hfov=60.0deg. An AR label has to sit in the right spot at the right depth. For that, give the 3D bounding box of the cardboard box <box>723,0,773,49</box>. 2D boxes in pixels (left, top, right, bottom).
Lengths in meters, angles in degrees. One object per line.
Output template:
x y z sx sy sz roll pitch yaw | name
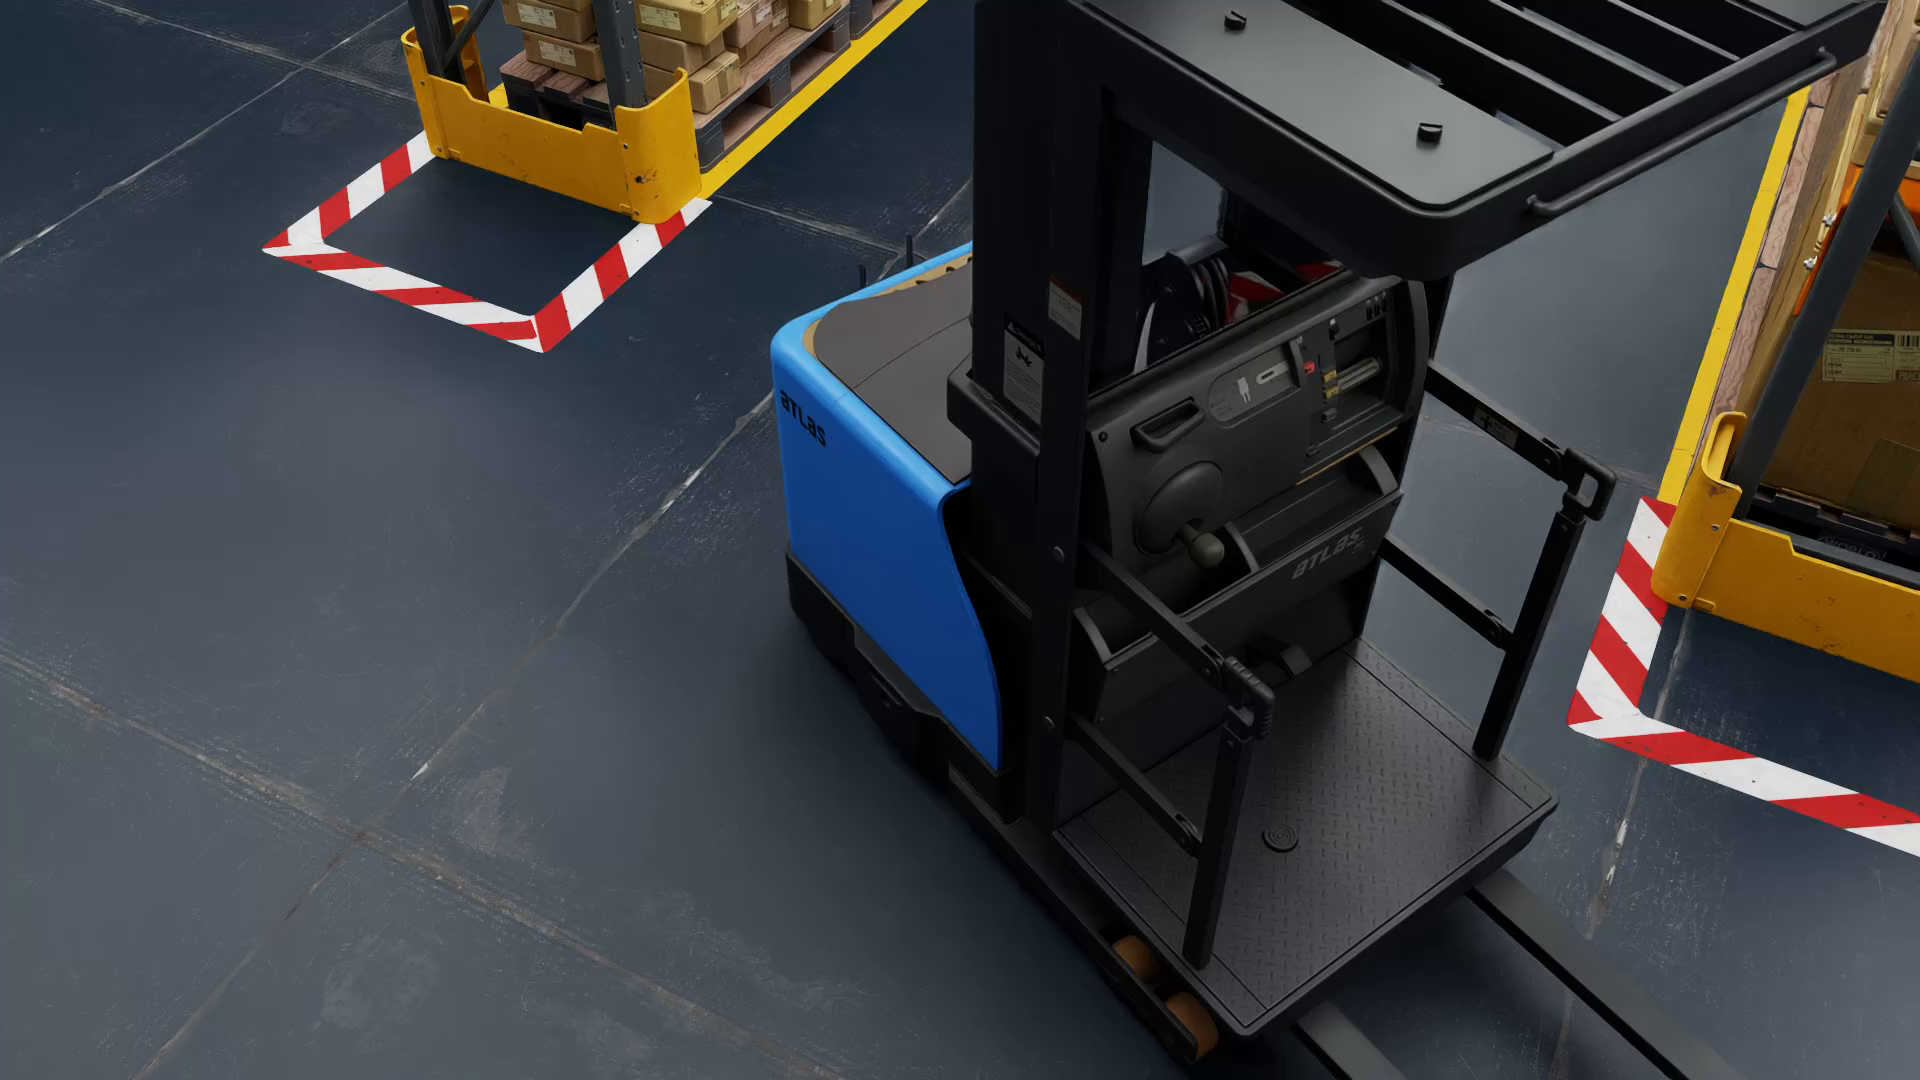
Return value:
-0.993 -2.165 6.781 0.380 0.149 0.250 20 49 19 | cardboard box

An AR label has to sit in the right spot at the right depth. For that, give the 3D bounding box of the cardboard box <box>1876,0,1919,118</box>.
2.696 -1.259 4.282 0.500 0.250 0.500 20 49 18 | cardboard box

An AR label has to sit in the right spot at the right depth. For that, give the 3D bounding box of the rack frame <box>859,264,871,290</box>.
-0.197 -0.419 5.032 0.240 0.900 0.006 31 53 27 | rack frame

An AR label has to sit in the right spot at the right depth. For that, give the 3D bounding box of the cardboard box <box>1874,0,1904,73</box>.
2.817 -1.382 4.684 0.380 0.149 0.250 21 49 19 | cardboard box

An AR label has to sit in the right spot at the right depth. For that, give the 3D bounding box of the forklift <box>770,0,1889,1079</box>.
0.775 -0.181 3.368 1.130 2.935 3.031 -28 52 -25 | forklift

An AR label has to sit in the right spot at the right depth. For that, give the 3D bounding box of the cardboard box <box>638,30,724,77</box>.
-1.170 -2.011 6.629 0.380 0.149 0.250 22 49 21 | cardboard box

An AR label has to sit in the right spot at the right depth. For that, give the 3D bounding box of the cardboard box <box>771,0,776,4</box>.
-0.957 -2.349 6.962 0.380 0.149 0.250 21 49 20 | cardboard box

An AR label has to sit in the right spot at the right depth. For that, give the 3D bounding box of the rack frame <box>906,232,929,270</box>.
-0.065 -0.530 5.141 0.240 0.900 0.006 31 53 27 | rack frame

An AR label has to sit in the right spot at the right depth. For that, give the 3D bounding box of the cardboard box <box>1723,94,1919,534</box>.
2.932 -0.645 4.977 0.875 0.875 0.875 20 49 19 | cardboard box

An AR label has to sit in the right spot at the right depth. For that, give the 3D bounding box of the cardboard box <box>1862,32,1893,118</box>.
2.699 -1.224 4.527 0.380 0.149 0.250 21 49 19 | cardboard box

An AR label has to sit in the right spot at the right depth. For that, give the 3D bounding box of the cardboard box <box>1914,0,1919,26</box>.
2.699 -1.524 4.016 0.500 0.500 0.500 21 49 20 | cardboard box

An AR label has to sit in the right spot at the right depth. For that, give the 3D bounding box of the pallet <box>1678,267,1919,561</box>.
3.008 -0.364 5.461 1.003 0.211 1.213 20 49 19 | pallet

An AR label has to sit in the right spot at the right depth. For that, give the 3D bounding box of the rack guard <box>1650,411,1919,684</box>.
2.695 0.079 4.820 1.175 0.500 0.348 20 49 19 | rack guard

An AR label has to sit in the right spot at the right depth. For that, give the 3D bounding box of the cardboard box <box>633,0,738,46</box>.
-1.096 -2.088 6.496 0.380 0.149 0.250 18 48 17 | cardboard box

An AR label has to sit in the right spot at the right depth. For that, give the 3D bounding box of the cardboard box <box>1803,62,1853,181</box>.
3.768 -1.779 6.098 0.875 0.875 0.875 20 49 19 | cardboard box

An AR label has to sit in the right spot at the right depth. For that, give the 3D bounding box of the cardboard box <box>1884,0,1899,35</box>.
2.934 -1.539 4.839 0.380 0.149 0.250 21 49 20 | cardboard box

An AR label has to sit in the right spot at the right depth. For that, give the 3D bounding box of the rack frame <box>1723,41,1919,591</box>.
2.706 -0.815 3.946 1.000 3.000 0.127 20 49 19 | rack frame

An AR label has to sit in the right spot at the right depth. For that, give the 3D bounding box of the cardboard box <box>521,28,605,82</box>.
-1.581 -2.062 6.888 0.380 0.149 0.250 21 49 20 | cardboard box

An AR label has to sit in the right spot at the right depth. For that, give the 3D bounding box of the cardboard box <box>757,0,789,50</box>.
-0.955 -2.236 7.061 0.380 0.149 0.250 21 49 19 | cardboard box

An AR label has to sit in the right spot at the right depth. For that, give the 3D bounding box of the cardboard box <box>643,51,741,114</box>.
-1.114 -1.886 6.714 0.380 0.149 0.250 21 49 20 | cardboard box

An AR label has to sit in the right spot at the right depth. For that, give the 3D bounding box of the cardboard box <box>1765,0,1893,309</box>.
3.355 -1.218 5.544 0.875 0.875 0.875 20 49 19 | cardboard box

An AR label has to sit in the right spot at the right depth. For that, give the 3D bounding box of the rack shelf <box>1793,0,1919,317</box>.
3.634 -1.822 5.447 1.077 0.370 4.000 20 49 19 | rack shelf

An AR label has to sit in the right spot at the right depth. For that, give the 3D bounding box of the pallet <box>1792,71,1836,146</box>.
4.140 -1.901 6.981 1.003 0.211 1.213 20 49 19 | pallet

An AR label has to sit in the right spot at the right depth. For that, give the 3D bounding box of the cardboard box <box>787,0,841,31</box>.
-0.740 -2.361 7.184 0.380 0.149 0.250 21 49 20 | cardboard box

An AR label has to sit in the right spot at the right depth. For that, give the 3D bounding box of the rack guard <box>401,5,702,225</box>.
-1.605 -1.685 6.564 1.175 0.500 0.348 20 49 19 | rack guard

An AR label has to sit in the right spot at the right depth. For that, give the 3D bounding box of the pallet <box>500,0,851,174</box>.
-1.197 -2.084 7.161 1.003 0.211 1.213 20 49 19 | pallet

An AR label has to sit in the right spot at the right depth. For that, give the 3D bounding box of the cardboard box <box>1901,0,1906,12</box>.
2.932 -1.579 4.598 0.500 0.250 0.500 20 49 18 | cardboard box

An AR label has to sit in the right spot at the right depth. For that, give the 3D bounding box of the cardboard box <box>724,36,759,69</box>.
-1.065 -2.078 6.904 0.380 0.149 0.250 20 49 19 | cardboard box

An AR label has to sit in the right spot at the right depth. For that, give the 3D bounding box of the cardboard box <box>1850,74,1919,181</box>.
2.580 -1.059 4.365 0.380 0.149 0.250 21 49 20 | cardboard box

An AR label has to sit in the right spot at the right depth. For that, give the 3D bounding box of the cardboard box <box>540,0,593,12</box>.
-1.619 -2.288 6.693 0.380 0.149 0.250 21 49 19 | cardboard box

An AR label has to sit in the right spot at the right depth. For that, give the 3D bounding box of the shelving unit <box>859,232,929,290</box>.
-0.131 -0.475 5.086 0.258 0.900 0.210 31 53 27 | shelving unit

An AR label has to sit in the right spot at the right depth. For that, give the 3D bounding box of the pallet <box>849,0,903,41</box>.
-0.629 -2.849 7.918 1.003 0.211 1.213 20 49 19 | pallet

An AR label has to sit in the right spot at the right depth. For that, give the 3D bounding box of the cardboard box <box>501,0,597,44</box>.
-1.648 -2.193 6.808 0.380 0.149 0.250 19 48 18 | cardboard box

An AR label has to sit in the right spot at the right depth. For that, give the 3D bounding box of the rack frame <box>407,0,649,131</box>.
-1.640 -2.516 5.628 1.000 3.000 0.127 20 49 19 | rack frame

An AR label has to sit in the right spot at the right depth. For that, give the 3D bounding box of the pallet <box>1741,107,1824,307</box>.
3.575 -1.130 6.218 1.003 0.211 1.213 20 49 19 | pallet
